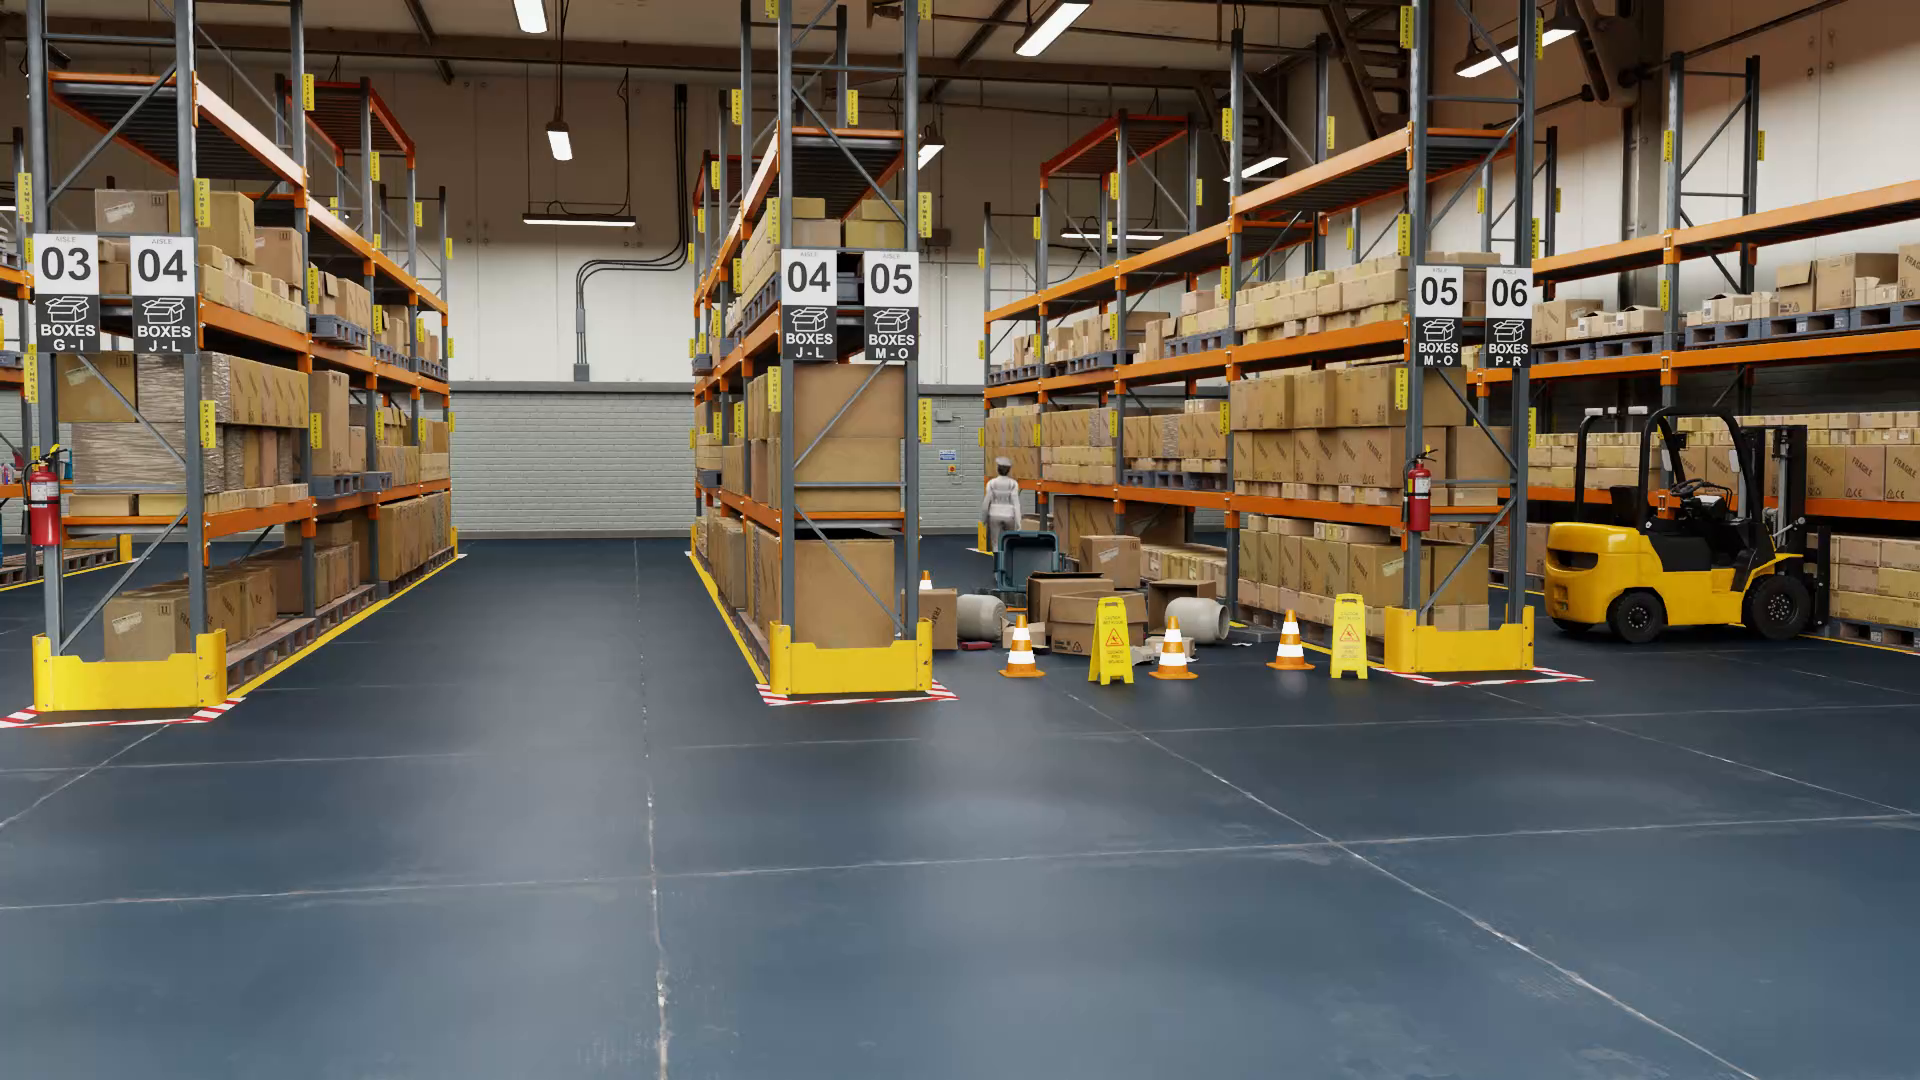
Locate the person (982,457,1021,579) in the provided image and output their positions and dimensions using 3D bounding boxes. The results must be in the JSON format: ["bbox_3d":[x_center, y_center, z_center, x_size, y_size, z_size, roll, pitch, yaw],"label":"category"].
[{"bbox_3d":[0.550,-0.296,22.265,0.511,1.638,0.960,0,3,-3],"label":"person"}]
